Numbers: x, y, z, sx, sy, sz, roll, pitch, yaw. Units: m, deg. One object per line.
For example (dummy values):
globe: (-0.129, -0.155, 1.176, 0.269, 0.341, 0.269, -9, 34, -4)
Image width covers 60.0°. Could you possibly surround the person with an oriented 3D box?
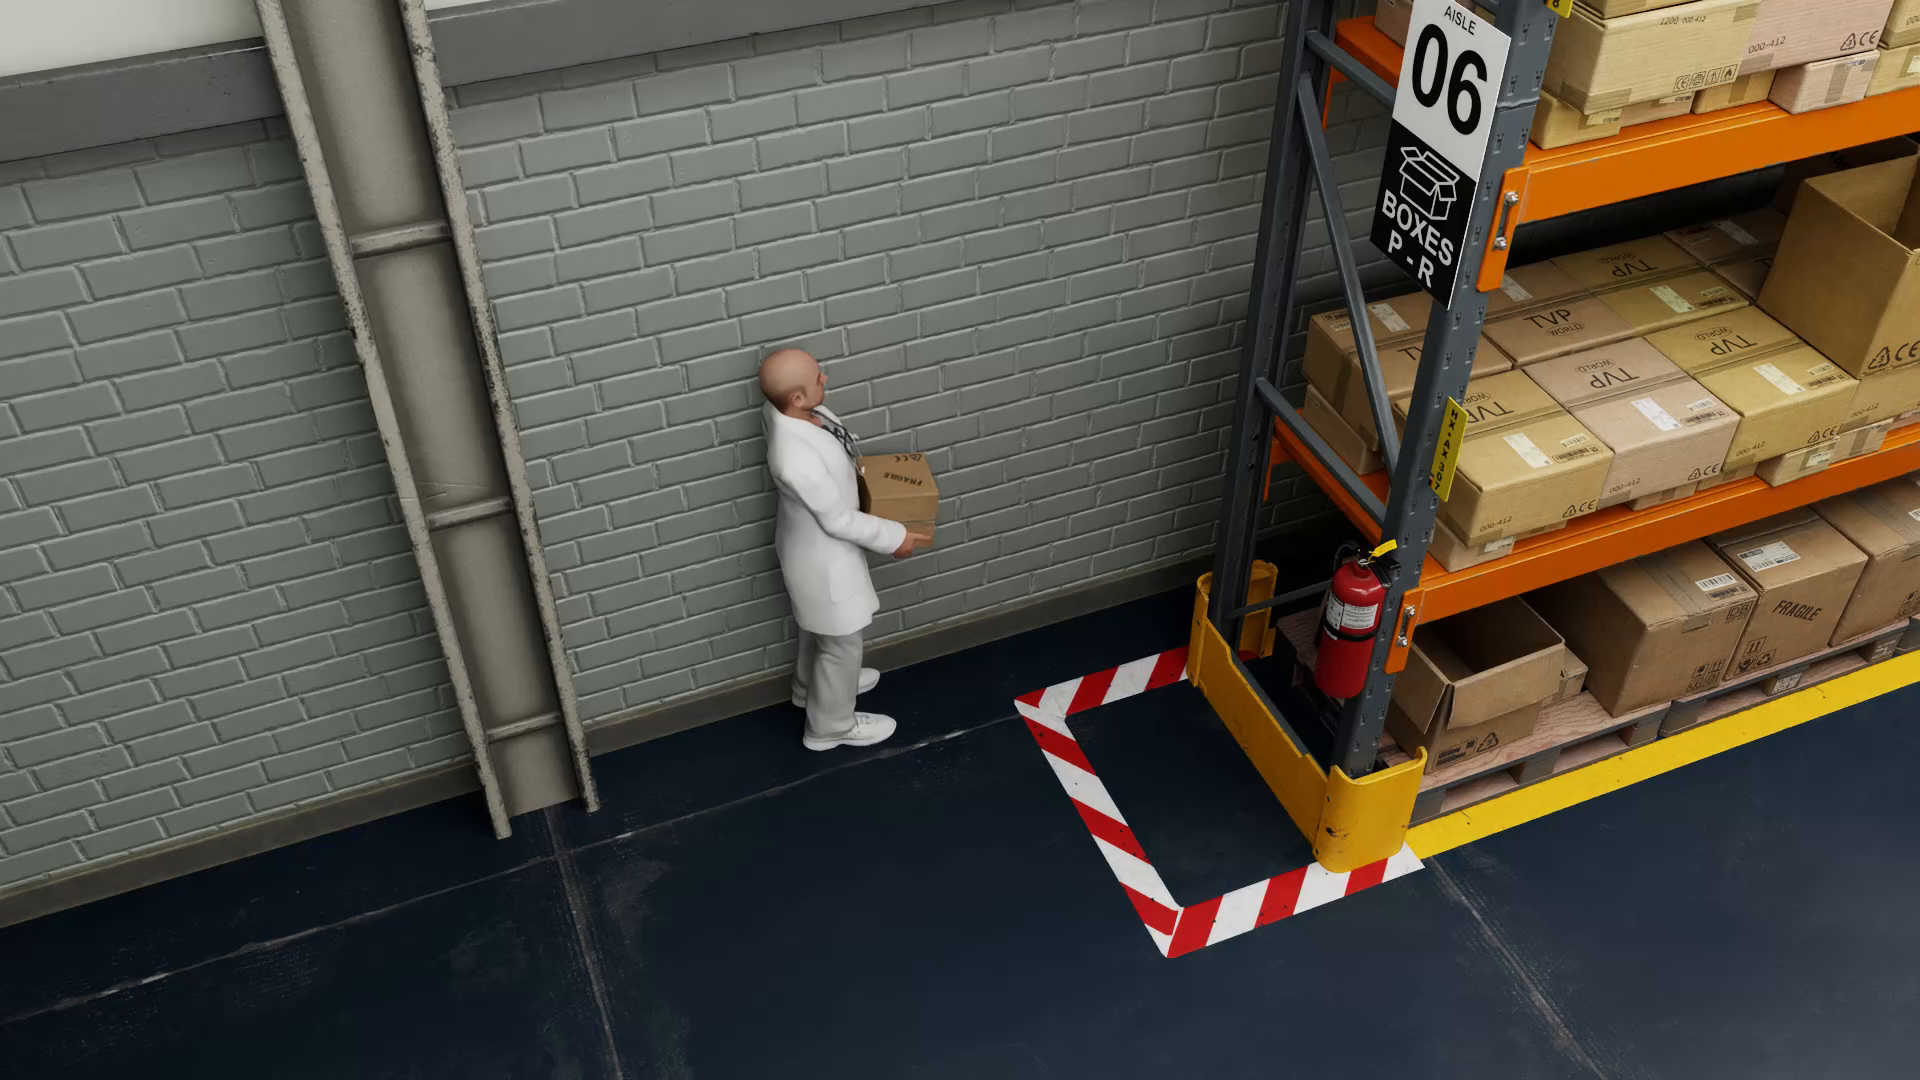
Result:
person: (-0.411, 0.022, 6.149, 0.557, 1.772, 0.530, -10, 42, -11)
